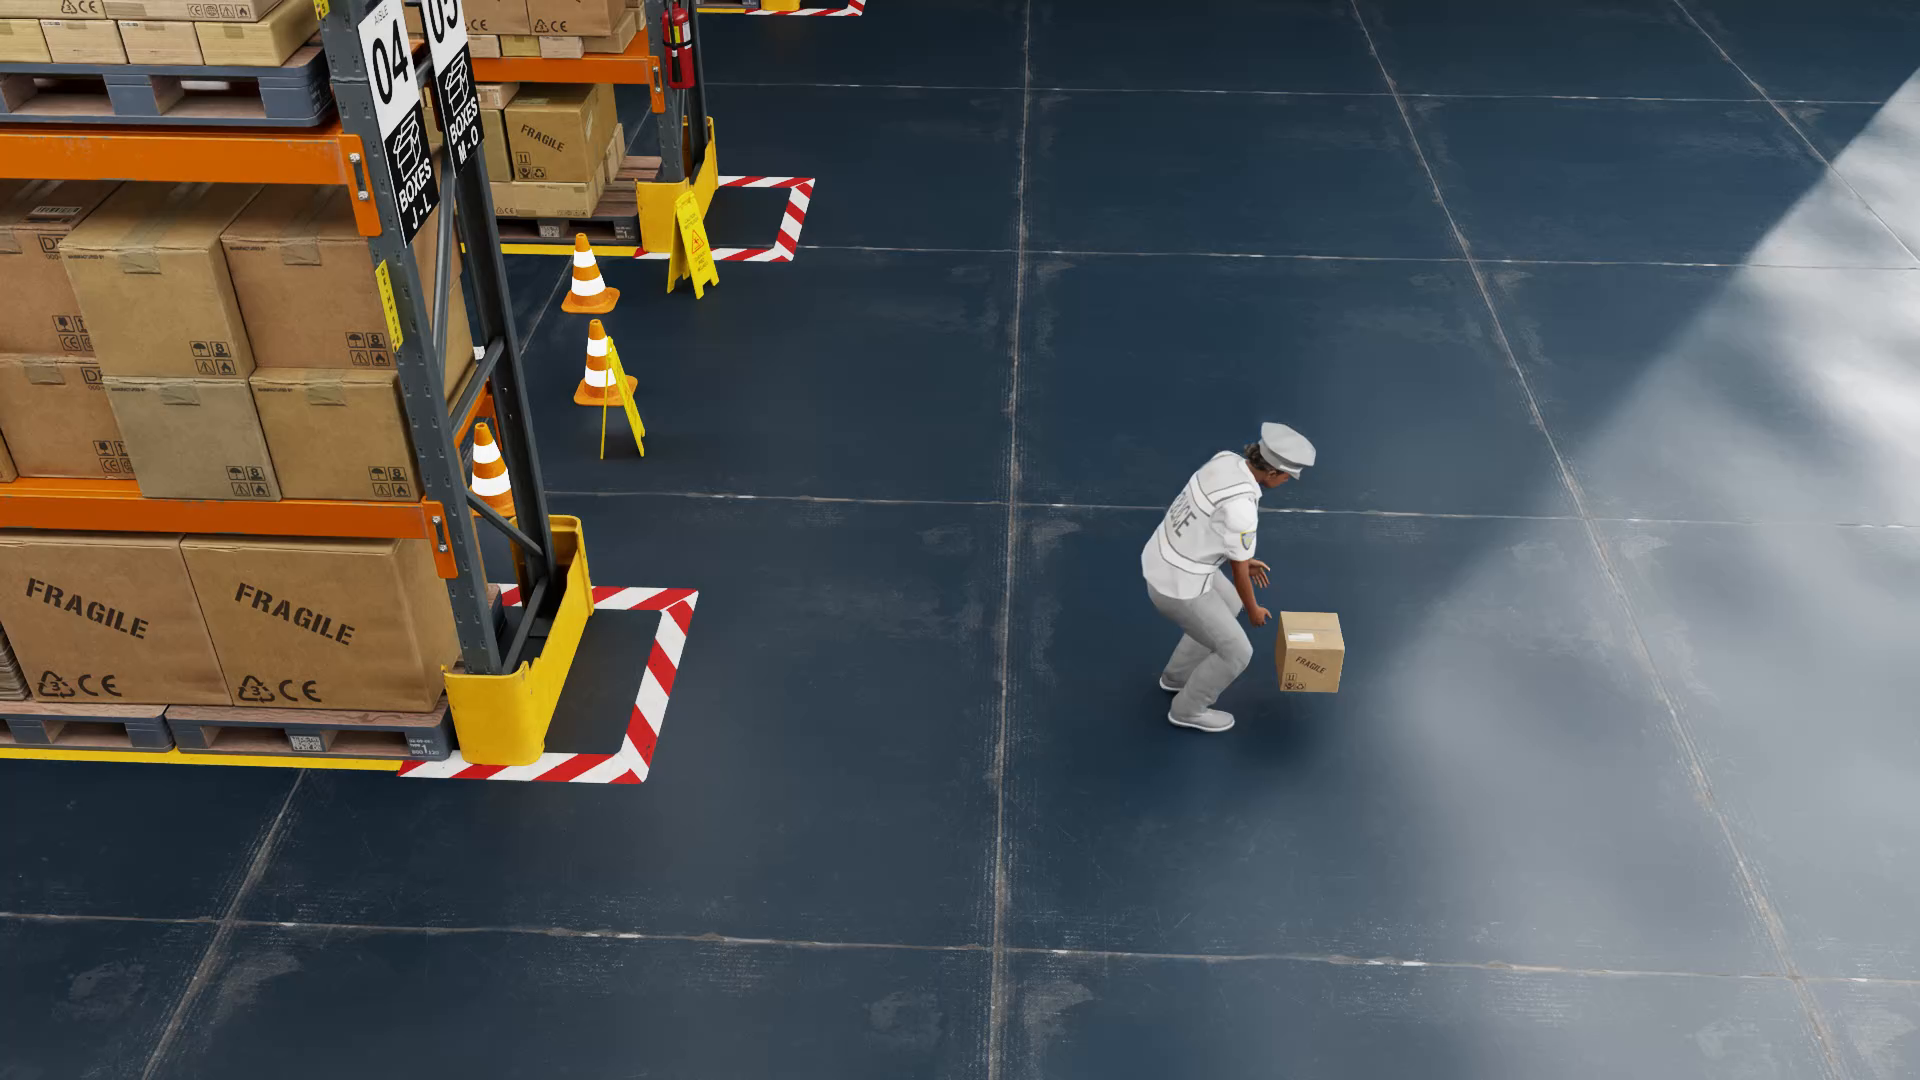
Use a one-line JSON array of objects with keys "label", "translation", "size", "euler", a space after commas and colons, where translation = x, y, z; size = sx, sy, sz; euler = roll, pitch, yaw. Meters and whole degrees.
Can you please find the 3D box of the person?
[{"label": "person", "translation": [1.107, 0.146, 7.113], "size": [0.670, 1.440, 0.494], "euler": [2, 36, 2]}]
